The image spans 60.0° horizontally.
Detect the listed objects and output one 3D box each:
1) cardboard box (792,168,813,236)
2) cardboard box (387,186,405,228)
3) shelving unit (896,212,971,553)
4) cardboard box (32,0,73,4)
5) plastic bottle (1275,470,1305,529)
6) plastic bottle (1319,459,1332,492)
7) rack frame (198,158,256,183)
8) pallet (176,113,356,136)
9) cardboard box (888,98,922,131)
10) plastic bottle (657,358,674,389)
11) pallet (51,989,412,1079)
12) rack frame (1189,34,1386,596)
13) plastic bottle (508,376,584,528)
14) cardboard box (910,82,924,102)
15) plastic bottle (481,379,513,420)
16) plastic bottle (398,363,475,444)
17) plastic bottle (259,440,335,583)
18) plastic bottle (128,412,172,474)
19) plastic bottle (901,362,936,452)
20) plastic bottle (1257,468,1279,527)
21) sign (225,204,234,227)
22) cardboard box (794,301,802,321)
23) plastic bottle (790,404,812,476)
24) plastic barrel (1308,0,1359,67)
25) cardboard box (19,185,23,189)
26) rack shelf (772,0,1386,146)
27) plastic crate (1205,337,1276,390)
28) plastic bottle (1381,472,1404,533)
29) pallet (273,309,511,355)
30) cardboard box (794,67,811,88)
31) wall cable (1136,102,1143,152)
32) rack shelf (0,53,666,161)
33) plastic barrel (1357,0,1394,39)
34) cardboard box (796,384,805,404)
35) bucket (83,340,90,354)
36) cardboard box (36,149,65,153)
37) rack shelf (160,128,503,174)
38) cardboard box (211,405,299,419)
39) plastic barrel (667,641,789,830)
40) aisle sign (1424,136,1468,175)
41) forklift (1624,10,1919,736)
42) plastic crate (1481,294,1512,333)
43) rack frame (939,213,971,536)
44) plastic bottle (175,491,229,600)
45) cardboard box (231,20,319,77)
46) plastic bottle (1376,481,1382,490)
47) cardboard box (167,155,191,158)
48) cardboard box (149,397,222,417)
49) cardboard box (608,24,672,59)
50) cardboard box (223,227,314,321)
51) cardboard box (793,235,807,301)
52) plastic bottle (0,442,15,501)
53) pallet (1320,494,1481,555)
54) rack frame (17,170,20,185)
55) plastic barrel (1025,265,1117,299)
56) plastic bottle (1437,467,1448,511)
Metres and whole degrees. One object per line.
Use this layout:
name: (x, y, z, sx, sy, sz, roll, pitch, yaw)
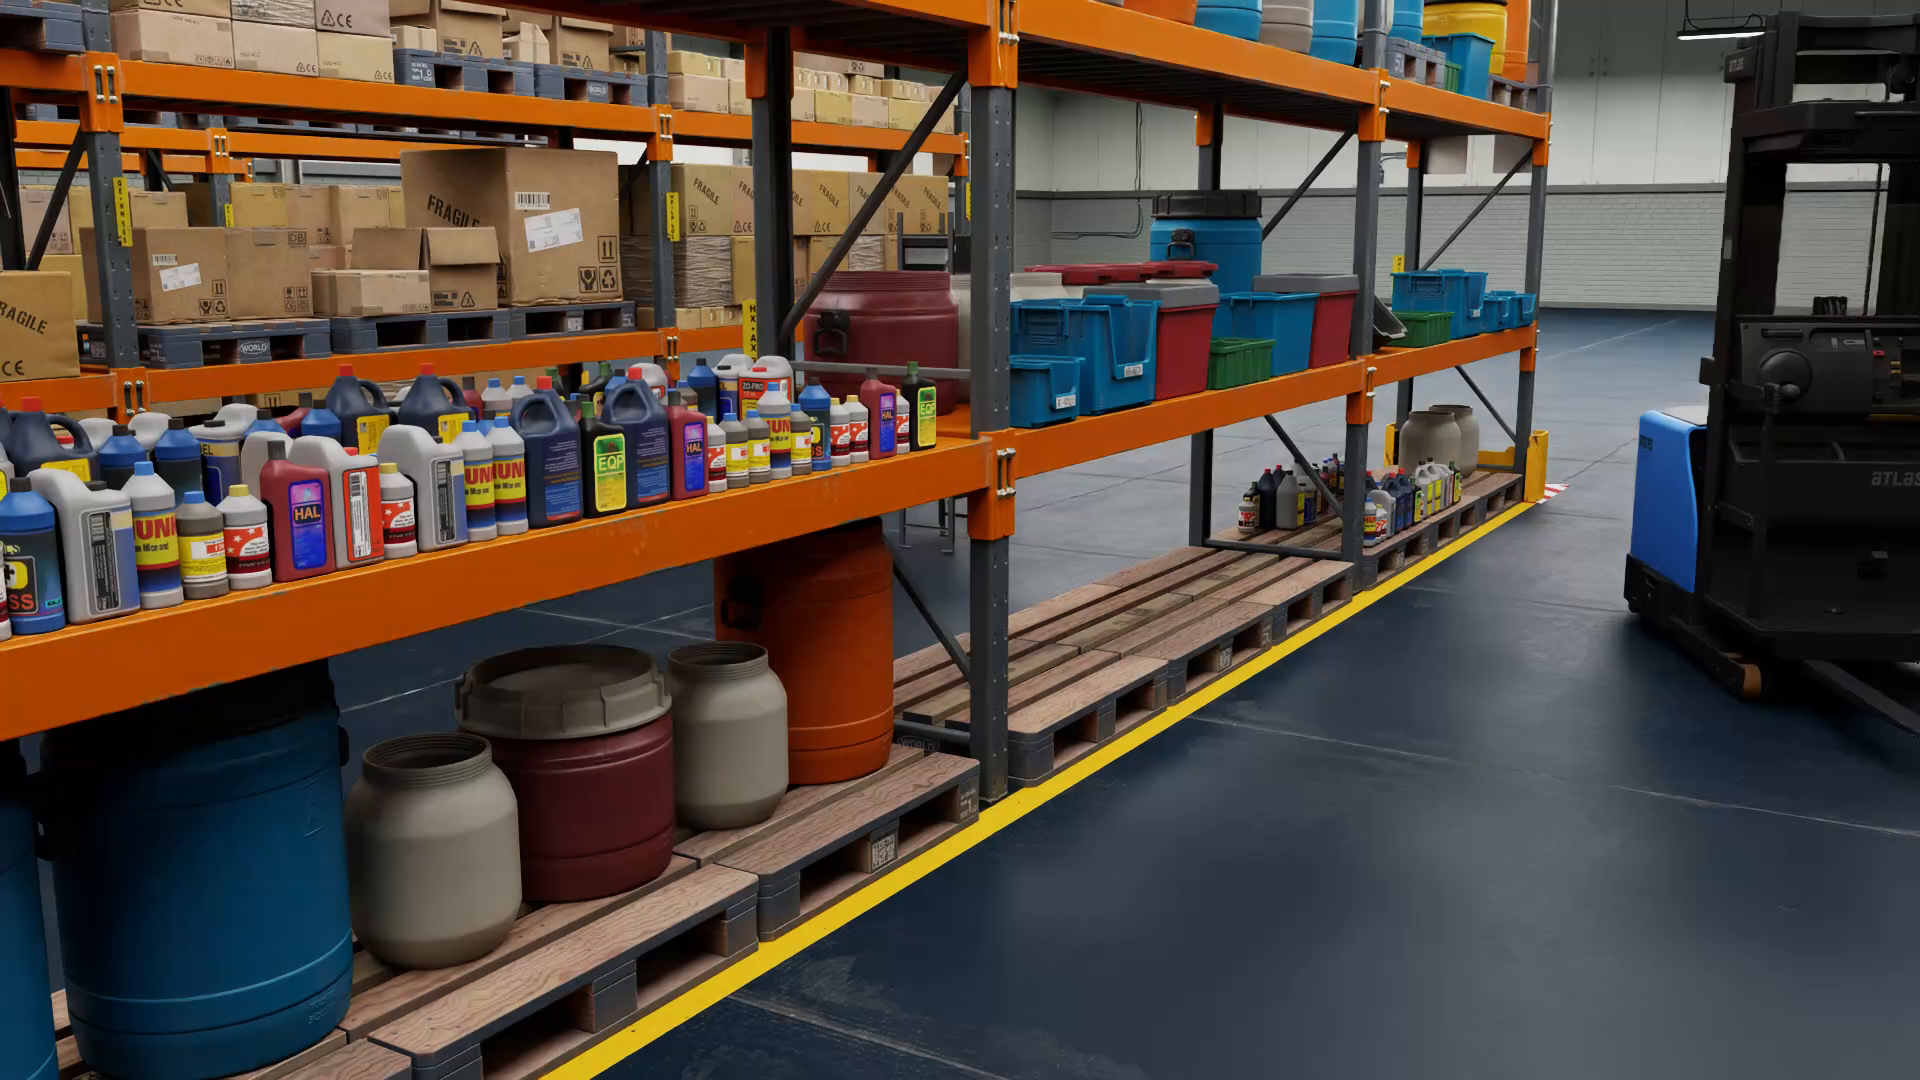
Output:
cardboard box: (-1.474, -2.587, 12.739, 0.500, 0.500, 0.500, 6, 12, 31)
cardboard box: (-5.556, -3.099, 15.928, 0.875, 0.550, 0.500, 6, 12, 31)
shelving unit: (-0.086, -1.006, 10.536, 0.431, 2.100, 0.503, 6, 12, 31)
cardboard box: (-4.486, -2.936, 8.616, 0.500, 0.500, 0.500, 7, 13, 32)
plastic bottle: (2.001, -0.252, 10.069, 0.144, 0.351, 0.185, 6, 12, 31)
plastic bottle: (2.429, -0.402, 11.086, 0.097, 0.271, 0.097, 0, 11, 0)
rack frame: (-8.836, -3.272, 20.196, 1.000, 3.000, 0.127, 6, 12, 31)
pallet: (-6.196, -3.745, 14.809, 1.003, 0.211, 1.213, 6, 12, 31)
cardboard box: (-0.656, -3.547, 13.921, 0.500, 0.250, 0.500, 6, 12, 31)
plastic bottle: (-0.997, -0.452, 5.450, 0.061, 0.283, 0.133, 6, 12, 31)
pallet: (-1.927, 1.288, 3.414, 1.003, 0.211, 1.213, 6, 12, 31)
rack frame: (1.790, -1.223, 9.251, 1.000, 3.000, 0.127, 6, 12, 31)
plastic bottle: (-1.009, -0.215, 3.998, 0.144, 0.351, 0.185, 6, 12, 31)
cardboard box: (-0.527, -3.765, 14.003, 0.380, 0.149, 0.250, 6, 12, 28)
plastic bottle: (-1.351, -0.333, 4.844, 0.097, 0.271, 0.097, 0, 11, 0)
plastic bottle: (-1.394, -0.296, 4.435, 0.144, 0.351, 0.185, 6, 12, 31)
plastic bottle: (-1.347, -0.064, 3.378, 0.061, 0.283, 0.133, 6, 12, 31)
plastic bottle: (-1.914, -0.155, 3.881, 0.152, 0.276, 0.135, 6, 12, 31)
plastic bottle: (-0.132, -0.432, 5.344, 0.061, 0.283, 0.133, 6, 12, 31)
plastic bottle: (1.878, -0.266, 10.142, 0.144, 0.351, 0.185, 6, 12, 29)
sign: (-6.161, -2.666, 14.027, 0.100, 0.325, 0.005, 6, 12, 31)
cardboard box: (-1.446, -1.777, 12.891, 0.380, 0.149, 0.250, 6, 12, 31)
plastic bottle: (-0.479, -0.293, 4.825, 0.097, 0.201, 0.097, 0, 11, 0)
plastic barrel: (1.712, -2.843, 8.391, 0.600, 0.901, 0.708, 6, 12, 31)
cardboard box: (-10.215, -3.457, 17.384, 0.700, 0.500, 0.500, 6, 12, 31)
rack shelf: (0.752, -2.029, 7.361, 1.077, 0.370, 4.000, 6, 12, 31)
plastic crate: (1.127, -0.818, 7.663, 0.450, 0.188, 0.662, 6, 12, 31)
plastic bottle: (2.564, -0.225, 9.921, 0.144, 0.351, 0.185, 7, 13, 32)
pallet: (-3.527, -1.288, 10.120, 1.003, 0.211, 1.213, 6, 12, 31)
cardboard box: (-1.366, -3.523, 12.710, 0.380, 0.149, 0.250, 6, 12, 30)
wall cable: (6.335, -12.424, 47.491, 3.097, 2.526, 0.112, 6, 12, 31)
rack shelf: (-3.481, -2.503, 9.889, 1.077, 0.370, 4.000, 6, 12, 31)
plastic barrel: (2.182, -3.008, 9.188, 0.421, 0.512, 0.421, 0, 11, 0)
cardboard box: (-1.327, -1.013, 13.778, 0.500, 0.500, 0.500, 8, 13, 36)
bucket: (-8.530, -1.566, 15.847, 0.620, 0.611, 0.726, -20, 21, -35)
cardboard box: (-9.797, -4.214, 17.758, 0.380, 0.149, 0.250, 6, 12, 30)
rack shelf: (-5.591, -3.621, 15.865, 1.077, 0.370, 4.000, 6, 12, 31)
cardboard box: (-3.931, -0.616, 9.568, 0.500, 0.250, 0.500, 8, 13, 37)
plastic barrel: (-0.743, 0.598, 5.141, 0.421, 0.512, 0.421, 0, 11, 0)
aisle sign: (3.654, -3.169, 12.582, 0.394, 0.787, 0.004, 6, 12, 31)
forklift: (3.915, -0.794, 7.144, 1.130, 2.935, 3.031, 1, 11, 5)
plastic crate: (3.521, -1.570, 11.509, 0.499, 0.251, 0.408, 6, 12, 31)
rack frame: (0.041, -1.044, 10.741, 0.400, 2.100, 0.015, 6, 12, 31)
plastic bottle: (-1.473, 0.008, 3.216, 0.097, 0.201, 0.097, 0, 11, 0)
cardboard box: (-3.791, -2.598, 8.852, 0.500, 0.250, 0.500, 7, 13, 32)
plastic bottle: (2.536, -0.220, 10.111, 0.097, 0.271, 0.097, 0, 11, 0)
cardboard box: (-9.051, -4.460, 19.069, 0.380, 0.149, 0.250, 7, 13, 32)
cardboard box: (-6.875, -1.181, 13.996, 1.050, 0.750, 0.750, 6, 12, 30)
cardboard box: (-2.427, -3.707, 11.928, 0.500, 0.500, 0.500, 6, 12, 29)
cardboard box: (-4.069, -1.509, 9.364, 0.700, 0.500, 0.500, 9, 14, 39)
cardboard box: (-1.693, -2.120, 12.962, 0.875, 0.500, 0.500, 6, 12, 31)
plastic bottle: (-2.043, -0.103, 3.401, 0.144, 0.351, 0.185, 6, 12, 31)
pallet: (2.807, -0.147, 11.079, 1.003, 0.211, 1.213, 6, 12, 31)
rack frame: (-13.080, -3.746, 22.726, 1.000, 3.000, 0.127, 6, 12, 31)
plastic barrel: (0.500, -0.977, 7.567, 0.433, 0.535, 0.433, 0, 11, 0)
plastic bottle: (3.062, -0.340, 10.741, 0.152, 0.276, 0.135, 6, 12, 29)
